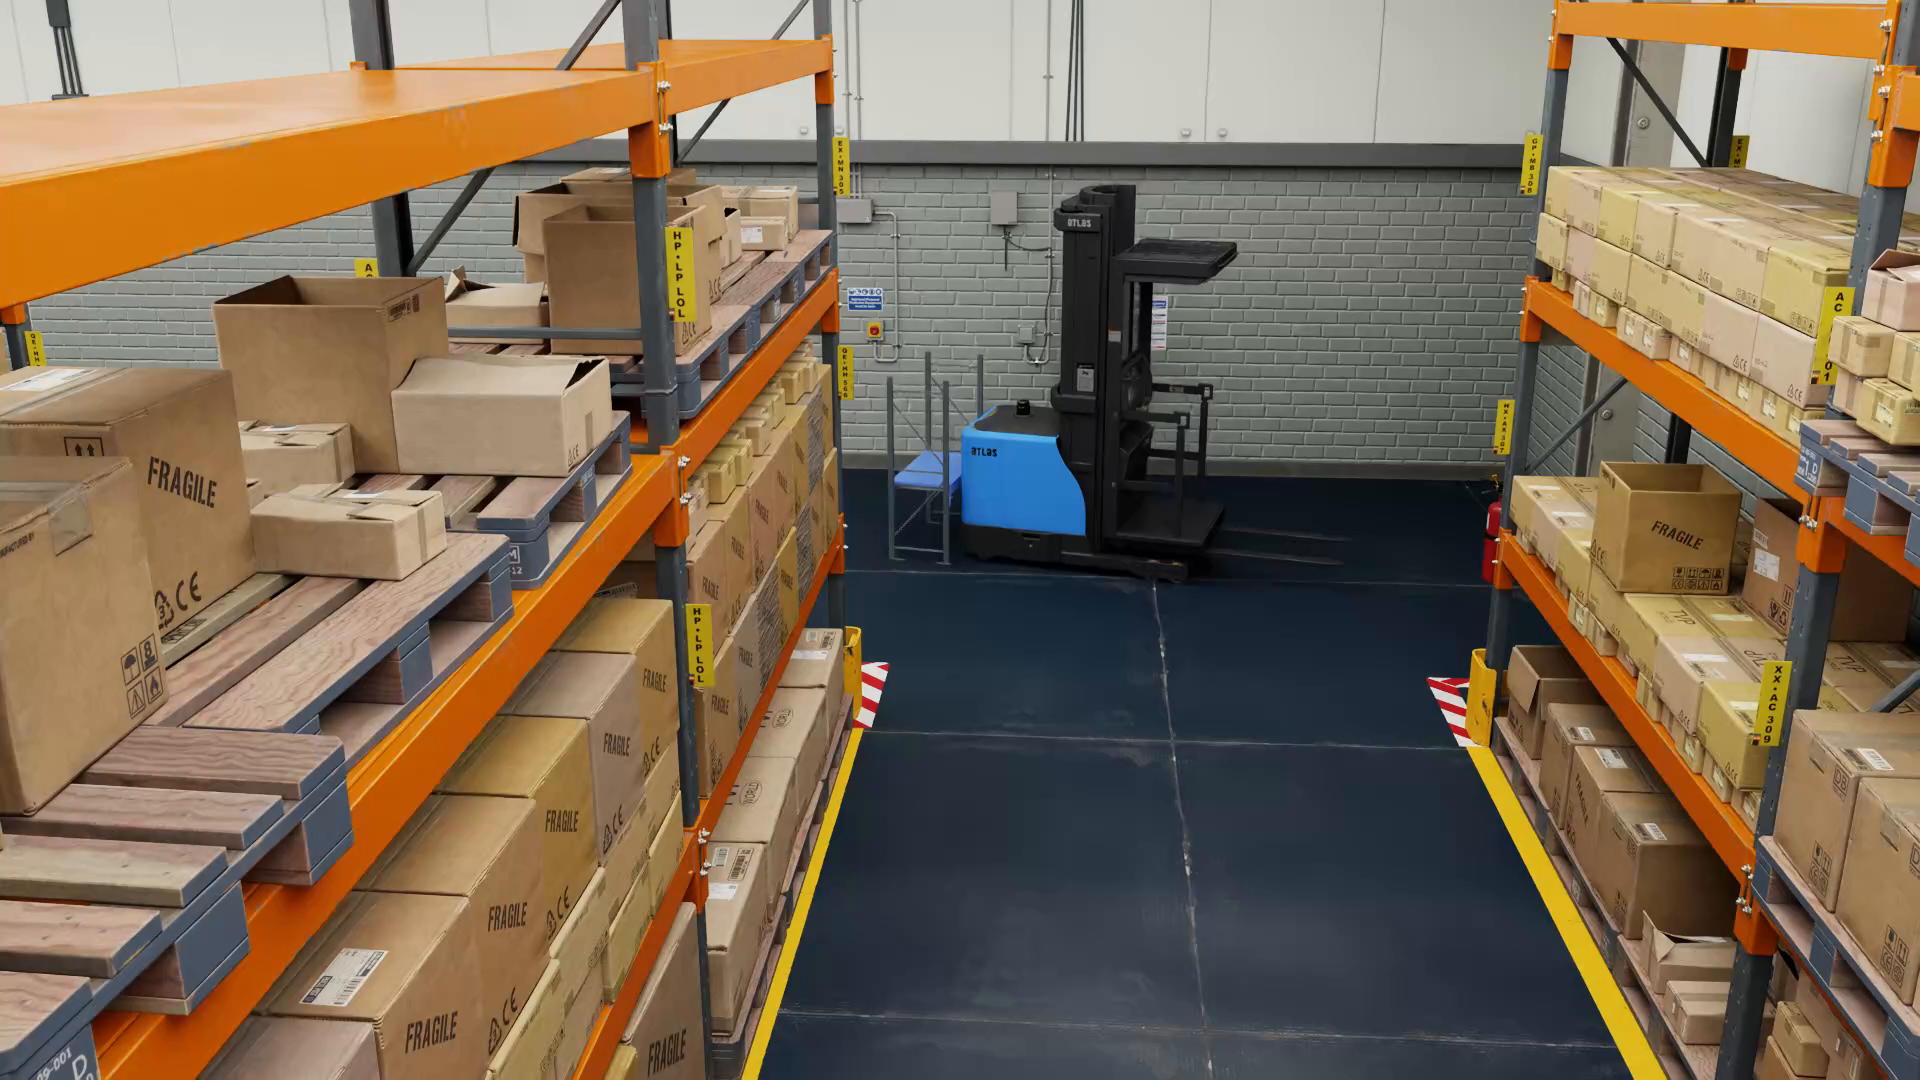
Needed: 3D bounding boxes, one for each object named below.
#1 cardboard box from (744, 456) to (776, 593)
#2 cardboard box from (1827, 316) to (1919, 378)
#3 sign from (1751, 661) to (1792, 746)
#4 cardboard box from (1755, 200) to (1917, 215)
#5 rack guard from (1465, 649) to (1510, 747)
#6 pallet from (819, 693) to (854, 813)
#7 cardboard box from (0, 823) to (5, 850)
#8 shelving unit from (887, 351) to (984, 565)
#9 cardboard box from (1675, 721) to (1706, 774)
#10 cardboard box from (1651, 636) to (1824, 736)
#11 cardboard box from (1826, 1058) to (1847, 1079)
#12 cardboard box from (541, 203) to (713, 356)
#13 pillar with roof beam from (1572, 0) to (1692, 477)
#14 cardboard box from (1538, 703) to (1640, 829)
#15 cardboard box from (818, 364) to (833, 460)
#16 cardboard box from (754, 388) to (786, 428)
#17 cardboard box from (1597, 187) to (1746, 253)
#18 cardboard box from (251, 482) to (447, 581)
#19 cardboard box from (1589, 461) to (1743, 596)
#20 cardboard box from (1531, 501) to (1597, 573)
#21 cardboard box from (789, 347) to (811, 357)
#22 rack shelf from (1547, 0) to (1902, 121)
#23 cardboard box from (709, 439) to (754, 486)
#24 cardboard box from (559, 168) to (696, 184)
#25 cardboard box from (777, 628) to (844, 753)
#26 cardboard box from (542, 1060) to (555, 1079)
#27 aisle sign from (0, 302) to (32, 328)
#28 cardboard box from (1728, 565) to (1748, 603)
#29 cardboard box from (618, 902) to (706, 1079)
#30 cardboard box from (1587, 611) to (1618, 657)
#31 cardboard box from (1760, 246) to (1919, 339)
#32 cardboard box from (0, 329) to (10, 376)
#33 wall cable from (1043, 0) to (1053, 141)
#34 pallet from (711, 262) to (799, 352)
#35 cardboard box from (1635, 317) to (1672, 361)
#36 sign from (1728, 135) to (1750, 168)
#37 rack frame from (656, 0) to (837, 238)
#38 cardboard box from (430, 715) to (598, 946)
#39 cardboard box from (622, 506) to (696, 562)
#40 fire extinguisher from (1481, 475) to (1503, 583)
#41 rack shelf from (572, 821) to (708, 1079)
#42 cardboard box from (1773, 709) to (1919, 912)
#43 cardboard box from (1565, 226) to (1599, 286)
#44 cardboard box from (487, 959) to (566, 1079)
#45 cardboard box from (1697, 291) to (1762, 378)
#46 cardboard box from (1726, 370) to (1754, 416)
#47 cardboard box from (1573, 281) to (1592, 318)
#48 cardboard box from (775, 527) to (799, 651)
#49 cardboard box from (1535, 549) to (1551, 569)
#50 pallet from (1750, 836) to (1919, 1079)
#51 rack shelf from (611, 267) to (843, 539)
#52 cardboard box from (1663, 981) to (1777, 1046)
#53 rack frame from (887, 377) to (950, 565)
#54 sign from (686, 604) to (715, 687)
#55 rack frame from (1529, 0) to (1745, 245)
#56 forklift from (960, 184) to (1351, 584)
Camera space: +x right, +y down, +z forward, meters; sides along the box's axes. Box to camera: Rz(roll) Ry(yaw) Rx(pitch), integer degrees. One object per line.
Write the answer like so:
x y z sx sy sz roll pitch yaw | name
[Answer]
-1.144 -0.085 7.599 0.500 0.500 0.500 2 18 5 | cardboard box
2.982 -0.606 5.229 0.380 0.149 0.250 2 18 6 | cardboard box
2.899 0.584 5.932 0.100 0.325 0.005 1 18 4 | sign
3.847 -1.349 7.366 0.500 0.250 0.500 1 18 4 | cardboard box
3.723 0.975 10.146 1.175 0.500 0.348 1 18 4 | rack guard
-1.202 1.229 9.834 1.003 0.211 1.213 1 18 4 | pallet
-1.920 0.344 2.400 0.797 0.503 0.637 0 18 1 | cardboard box
-0.188 -0.691 13.622 0.538 1.500 1.048 5 19 15 | shelving unit
3.204 0.858 6.892 0.380 0.149 0.250 2 18 5 | cardboard box
3.256 0.616 6.990 0.500 0.250 0.500 1 18 4 | cardboard box
3.207 1.879 5.671 0.380 0.149 0.250 1 18 2 | cardboard box
-1.258 -1.002 6.352 0.500 0.500 0.500 2 18 5 | cardboard box
0.526 -4.001 11.682 9.100 9.000 0.400 1 18 4 | pillar with roof beam
3.490 1.204 8.772 0.700 0.500 0.500 2 18 6 | cardboard box
-1.020 -0.714 9.519 0.500 0.500 0.500 2 18 6 | cardboard box
-1.086 -0.664 8.324 0.380 0.149 0.250 2 18 5 | cardboard box
3.368 -1.524 7.900 0.500 0.250 0.500 1 18 3 | cardboard box
-1.496 -0.028 4.073 0.380 0.166 0.250 3 18 9 | cardboard box
3.320 -0.063 7.855 0.500 0.500 0.500 2 18 5 | cardboard box
3.391 -0.015 8.916 0.500 0.250 0.500 1 18 5 | cardboard box
-1.043 -0.982 9.295 0.380 0.149 0.250 2 18 5 | cardboard box
3.585 -2.123 7.111 1.077 0.370 4.000 1 18 4 | rack shelf
-1.123 -0.345 7.352 0.380 0.149 0.250 1 18 2 | cardboard box
-1.517 -1.444 7.699 0.500 0.500 0.500 2 18 5 | cardboard box
-1.171 0.879 9.865 0.875 0.438 0.875 1 18 2 | cardboard box
-1.416 1.587 4.503 0.500 0.250 0.500 1 18 4 | cardboard box
-5.863 -1.677 10.049 0.394 0.787 0.004 1 18 4 | aisle sign
3.844 0.318 7.898 0.500 0.250 0.500 1 18 4 | cardboard box
-1.475 1.900 6.044 0.875 0.875 0.875 2 18 6 | cardboard box
3.290 0.460 8.106 0.380 0.149 0.250 2 18 5 | cardboard box
3.237 -0.890 5.964 0.500 0.250 0.500 1 18 4 | cardboard box
-5.952 -0.942 9.737 0.500 0.500 0.500 1 18 3 | cardboard box
-0.346 -4.953 14.586 2.355 3.000 0.029 1 18 4 | wall cable
-1.351 -1.119 7.847 1.003 0.211 1.213 1 18 4 | pallet
3.253 -0.898 7.432 0.380 0.149 0.250 2 18 5 | cardboard box
4.280 -2.064 9.167 0.100 0.325 0.005 1 18 4 | sign
-1.223 -3.197 9.229 1.000 3.000 0.127 1 18 4 | rack frame
-1.377 0.835 4.790 0.500 0.500 0.500 2 18 6 | cardboard box
-1.228 -0.027 6.381 0.380 0.149 0.250 1 18 3 | cardboard box
3.278 -0.079 10.070 0.296 0.674 0.183 1 18 4 | fire extinguisher
-1.653 1.859 4.588 1.077 0.370 4.000 1 18 4 | rack shelf
3.183 0.904 5.513 0.700 0.500 0.500 2 18 5 | cardboard box
3.408 -1.442 8.454 0.500 0.250 0.500 2 18 5 | cardboard box
-1.378 1.348 4.431 0.500 0.250 0.500 2 18 5 | cardboard box
3.253 -0.807 6.515 0.500 0.250 0.500 1 18 2 | cardboard box
3.221 -0.578 6.456 0.380 0.149 0.250 2 18 6 | cardboard box
3.325 -1.213 8.393 0.380 0.149 0.250 2 18 5 | cardboard box
-1.096 0.238 8.219 0.500 0.500 0.500 2 18 6 | cardboard box
3.459 0.058 9.331 0.380 0.149 0.250 2 18 5 | cardboard box
3.275 1.342 5.317 1.003 0.211 1.213 1 18 4 | pallet
-1.367 -0.809 7.913 1.077 0.370 4.000 1 18 4 | rack shelf
3.188 1.981 6.964 0.380 0.149 0.250 1 18 2 | cardboard box
-0.328 -0.539 13.158 0.500 1.500 0.032 5 19 15 | rack frame
-0.968 0.392 6.176 0.100 0.325 0.005 1 18 4 | sign
3.728 -3.088 8.895 1.000 3.000 0.127 1 18 4 | rack frame
1.571 -1.239 12.996 3.031 2.935 1.130 6 19 17 | forklift
